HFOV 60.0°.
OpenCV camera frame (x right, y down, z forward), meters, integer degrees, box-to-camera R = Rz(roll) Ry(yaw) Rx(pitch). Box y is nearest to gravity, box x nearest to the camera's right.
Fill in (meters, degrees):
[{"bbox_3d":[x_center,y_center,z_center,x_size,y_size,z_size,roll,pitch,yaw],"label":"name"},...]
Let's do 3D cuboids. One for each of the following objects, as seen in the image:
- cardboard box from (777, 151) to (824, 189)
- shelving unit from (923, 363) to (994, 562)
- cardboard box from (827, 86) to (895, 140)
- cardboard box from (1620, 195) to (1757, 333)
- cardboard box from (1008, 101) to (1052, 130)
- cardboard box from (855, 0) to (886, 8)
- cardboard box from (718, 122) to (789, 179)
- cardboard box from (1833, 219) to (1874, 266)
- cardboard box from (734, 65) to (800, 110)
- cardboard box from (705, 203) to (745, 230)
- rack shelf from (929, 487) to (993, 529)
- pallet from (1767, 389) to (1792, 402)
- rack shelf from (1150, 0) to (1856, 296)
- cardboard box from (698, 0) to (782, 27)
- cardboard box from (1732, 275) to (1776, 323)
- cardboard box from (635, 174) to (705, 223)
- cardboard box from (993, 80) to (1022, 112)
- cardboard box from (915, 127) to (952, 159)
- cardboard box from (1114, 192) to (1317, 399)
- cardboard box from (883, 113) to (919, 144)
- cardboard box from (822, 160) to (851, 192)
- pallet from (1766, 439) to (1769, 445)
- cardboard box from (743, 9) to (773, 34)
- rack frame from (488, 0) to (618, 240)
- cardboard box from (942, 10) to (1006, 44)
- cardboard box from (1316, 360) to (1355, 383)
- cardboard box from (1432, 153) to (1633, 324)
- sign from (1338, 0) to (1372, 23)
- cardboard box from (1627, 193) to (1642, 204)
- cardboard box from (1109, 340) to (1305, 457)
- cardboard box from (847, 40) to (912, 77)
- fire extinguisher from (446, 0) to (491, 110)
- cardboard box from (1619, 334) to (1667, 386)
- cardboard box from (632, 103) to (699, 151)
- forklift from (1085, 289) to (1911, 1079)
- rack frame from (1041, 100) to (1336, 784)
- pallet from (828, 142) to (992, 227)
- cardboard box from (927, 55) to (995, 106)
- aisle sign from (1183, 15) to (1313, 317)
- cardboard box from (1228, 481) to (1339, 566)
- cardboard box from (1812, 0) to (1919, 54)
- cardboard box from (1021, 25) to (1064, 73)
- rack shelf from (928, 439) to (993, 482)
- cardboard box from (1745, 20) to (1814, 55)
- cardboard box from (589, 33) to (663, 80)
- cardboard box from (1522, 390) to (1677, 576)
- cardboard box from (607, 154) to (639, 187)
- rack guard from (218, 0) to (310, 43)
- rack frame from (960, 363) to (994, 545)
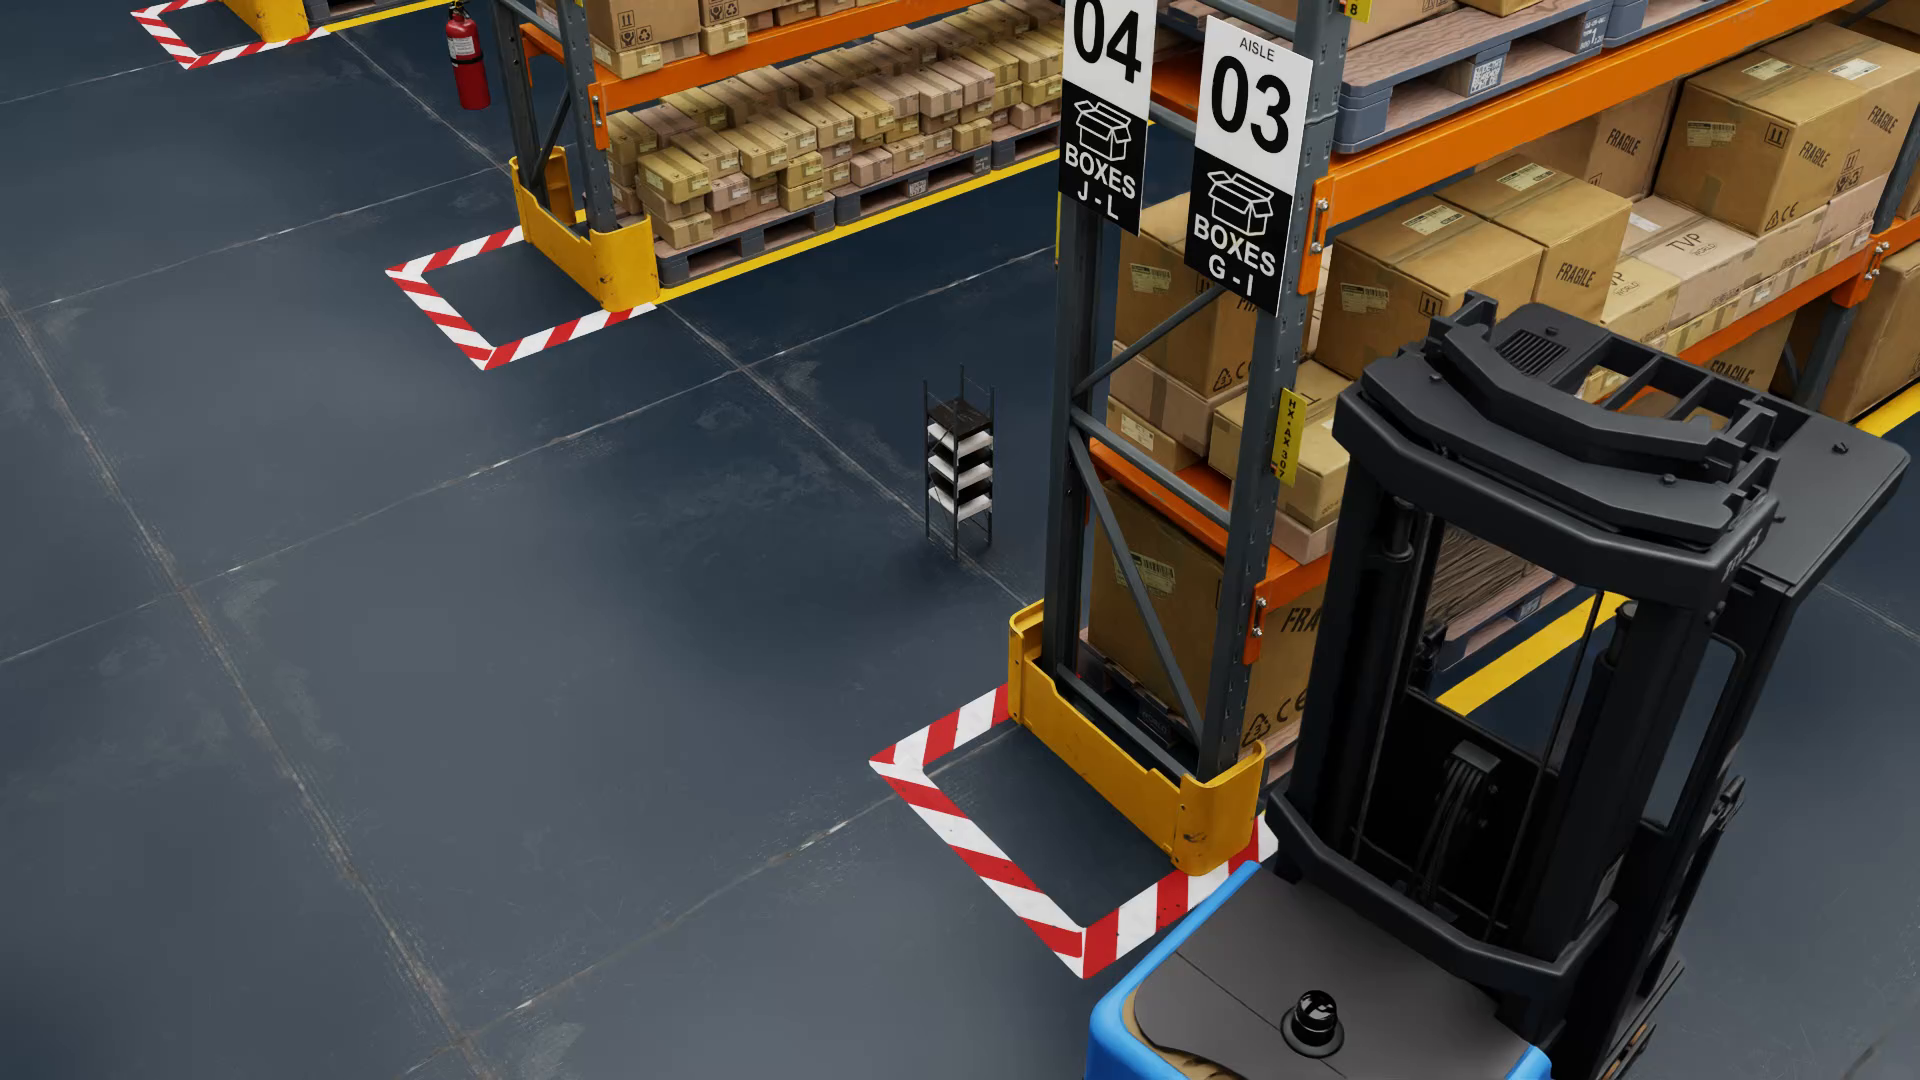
[{"bbox_3d":[-1.024,-2.275,9.974,0.250,0.149,0.380,-25,45,-27],"label":"cardboard box"},{"bbox_3d":[-0.006,-0.345,7.594,0.210,0.900,0.258,-26,46,-28],"label":"shelving unit"},{"bbox_3d":[-0.604,-2.606,10.143,0.250,0.149,0.380,-25,46,-27],"label":"cardboard box"},{"bbox_3d":[2.853,-1.134,6.784,0.500,0.250,0.500,-25,46,-27],"label":"cardboard box"},{"bbox_3d":[0.384,-2.856,10.916,0.250,0.149,0.380,-28,47,-29],"label":"cardboard box"},{"bbox_3d":[-0.595,-3.257,9.687,0.250,0.149,0.380,-24,45,-27],"label":"cardboard box"},{"bbox_3d":[-1.212,-2.287,9.754,0.250,0.149,0.380,-26,46,-28],"label":"cardboard box"},{"bbox_3d":[3.814,-1.398,7.421,0.250,0.149,0.380,-26,46,-28],"label":"cardboard box"},{"bbox_3d":[-1.207,-2.820,10.404,0.250,0.149,0.380,-24,45,-27],"label":"cardboard box"},{"bbox_3d":[-1.489,-2.010,9.885,0.250,0.149,0.380,-26,46,-28],"label":"cardboard box"},{"bbox_3d":[-0.006,-0.180,7.730,0.200,0.077,0.258,-26,46,-28],"label":"rack shelf"},{"bbox_3d":[4.422,-1.036,8.980,1.213,0.211,1.003,-26,46,-28],"label":"pallet"},{"bbox_3d":[2.271,-1.887,6.021,4.000,0.370,1.077,-26,46,-28],"label":"rack shelf"},{"bbox_3d":[-1.324,-3.173,9.073,0.500,0.500,0.500,-26,46,-28],"label":"cardboard box"},{"bbox_3d":[3.203,-1.100,7.058,0.250,0.149,0.380,-25,46,-27],"label":"cardboard box"},{"bbox_3d":[-1.686,-2.014,9.656,0.250,0.149,0.380,-24,45,-26],"label":"cardboard box"},{"bbox_3d":[0.191,-2.934,10.777,0.250,0.149,0.380,-26,46,-28],"label":"cardboard box"},{"bbox_3d":[-0.258,-2.582,10.582,0.250,0.149,0.380,-25,46,-27],"label":"cardboard box"},{"bbox_3d":[0.911,-0.900,5.907,0.500,0.500,0.500,-25,46,-28],"label":"cardboard box"},{"bbox_3d":[-0.462,-2.651,10.432,0.250,0.149,0.380,-24,45,-26],"label":"cardboard box"},{"bbox_3d":[-0.883,-2.299,10.238,0.250,0.149,0.380,-26,46,-28],"label":"cardboard box"},{"bbox_3d":[3.206,-0.445,8.260,1.213,0.211,1.003,-26,46,-28],"label":"pallet"},{"bbox_3d":[-1.256,-2.994,9.366,0.250,0.149,0.380,-24,45,-26],"label":"cardboard box"},{"bbox_3d":[-2.258,-2.766,8.890,0.127,3.000,1.000,-26,46,-28],"label":"rack frame"},{"bbox_3d":[0.090,-3.373,11.078,0.250,0.149,0.380,-27,46,-29],"label":"cardboard box"},{"bbox_3d":[1.638,-0.543,6.064,0.500,0.250,0.500,-27,46,-29],"label":"cardboard box"},{"bbox_3d":[2.033,-1.025,6.061,0.500,0.500,0.500,-27,47,-29],"label":"cardboard box"},{"bbox_3d":[1.018,-1.479,4.205,0.005,0.325,0.100,-26,46,-28],"label":"sign"},{"bbox_3d":[2.519,-1.392,7.100,0.500,0.250,0.500,-25,45,-27],"label":"cardboard box"},{"bbox_3d":[0.907,-0.610,6.146,0.500,0.250,0.500,-27,46,-29],"label":"cardboard box"},{"bbox_3d":[-0.521,-3.057,10.693,0.250,0.149,0.380,-28,47,-30],"label":"cardboard box"},{"bbox_3d":[-2.738,-2.726,9.197,0.183,0.674,0.296,-26,46,-28],"label":"fire extinguisher"},{"bbox_3d":[2.593,-0.804,6.696,0.250,0.149,0.380,-25,46,-27],"label":"cardboard box"},{"bbox_3d":[-1.758,-2.456,9.960,0.250,0.149,0.380,-25,46,-27],"label":"cardboard box"},{"bbox_3d":[1.725,0.543,4.911,1.130,2.935,3.031,31,49,32],"label":"forklift"},{"bbox_3d":[0.685,-0.232,5.801,0.127,3.000,1.000,-26,46,-28],"label":"rack frame"},{"bbox_3d":[-0.565,-2.482,10.742,1.213,0.211,1.003,-26,46,-28],"label":"pallet"},{"bbox_3d":[0.007,-2.903,10.504,0.250,0.149,0.380,-28,47,-30],"label":"cardboard box"},{"bbox_3d":[0.810,-1.059,4.759,0.004,0.787,0.394,-26,46,-28],"label":"aisle sign"},{"bbox_3d":[1.167,-0.106,5.846,0.250,0.149,0.380,-25,46,-28],"label":"cardboard box"},{"bbox_3d":[4.358,-2.456,7.642,0.637,0.503,0.797,-27,47,-29],"label":"cardboard box"},{"bbox_3d":[0.612,-3.214,10.885,0.250,0.149,0.380,-25,46,-28],"label":"cardboard box"},{"bbox_3d":[-0.006,-0.389,7.558,0.200,0.077,0.258,-26,46,-28],"label":"rack shelf"},{"bbox_3d":[3.321,-2.068,7.332,0.500,0.500,0.500,-26,46,-28],"label":"cardboard box"},{"bbox_3d":[-1.801,-2.629,8.921,0.250,0.149,0.380,-26,46,-28],"label":"cardboard box"},{"bbox_3d":[2.571,-0.556,7.541,0.875,0.875,0.875,-26,46,-28],"label":"cardboard box"},{"bbox_3d":[-2.013,-2.288,9.990,0.250,0.149,0.380,-27,47,-29],"label":"cardboard box"},{"bbox_3d":[-5.373,-4.240,12.658,0.348,0.500,1.175,-26,46,-28],"label":"rack guard"},{"bbox_3d":[0.074,-0.384,7.642,0.006,0.900,0.240,-26,46,-28],"label":"rack frame"}]
